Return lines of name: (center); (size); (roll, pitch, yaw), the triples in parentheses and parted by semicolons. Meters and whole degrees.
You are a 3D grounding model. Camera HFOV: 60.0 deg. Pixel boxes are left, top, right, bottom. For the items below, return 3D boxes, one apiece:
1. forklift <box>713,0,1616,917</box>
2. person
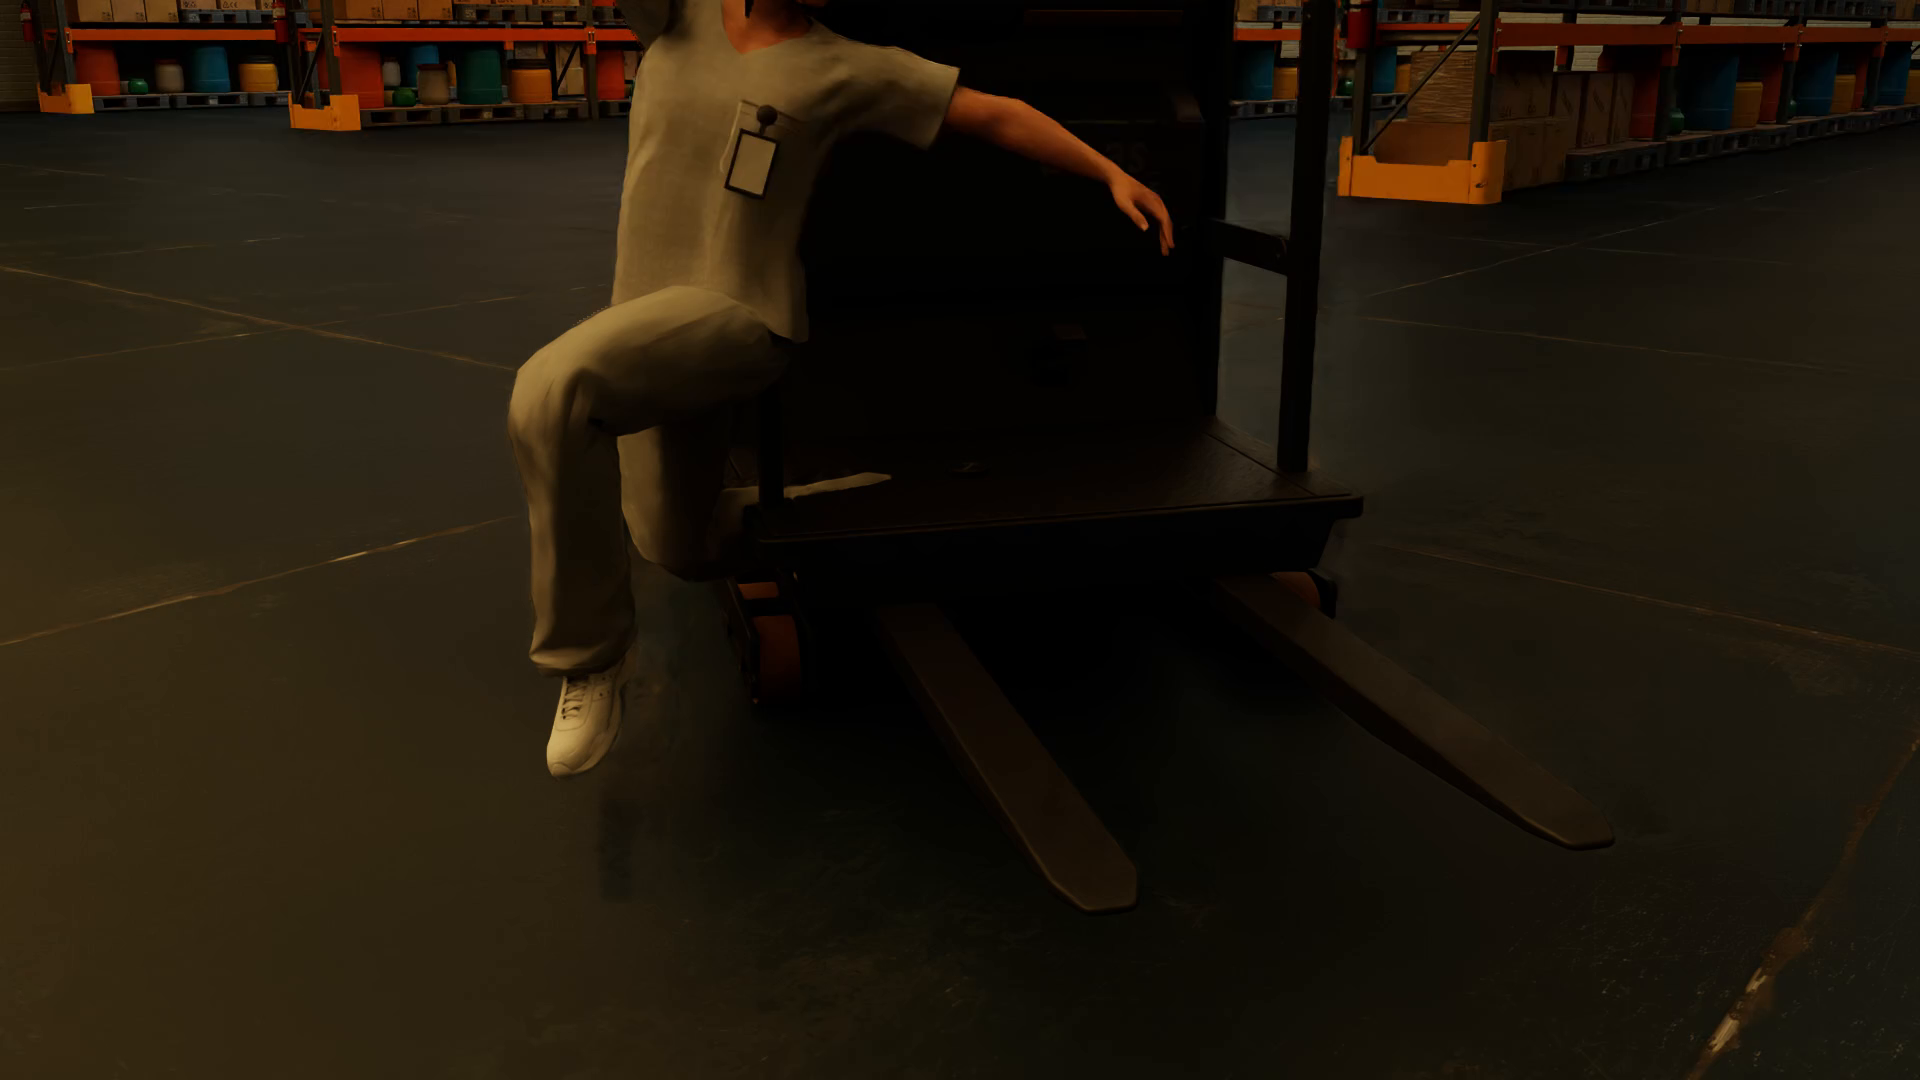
forklift: (0.081, -1.230, 2.948); (1.130, 2.935, 3.031); (-4, 17, -14)
person: (-0.200, -0.380, 2.590); (0.884, 1.370, 0.942); (9, 19, 28)
